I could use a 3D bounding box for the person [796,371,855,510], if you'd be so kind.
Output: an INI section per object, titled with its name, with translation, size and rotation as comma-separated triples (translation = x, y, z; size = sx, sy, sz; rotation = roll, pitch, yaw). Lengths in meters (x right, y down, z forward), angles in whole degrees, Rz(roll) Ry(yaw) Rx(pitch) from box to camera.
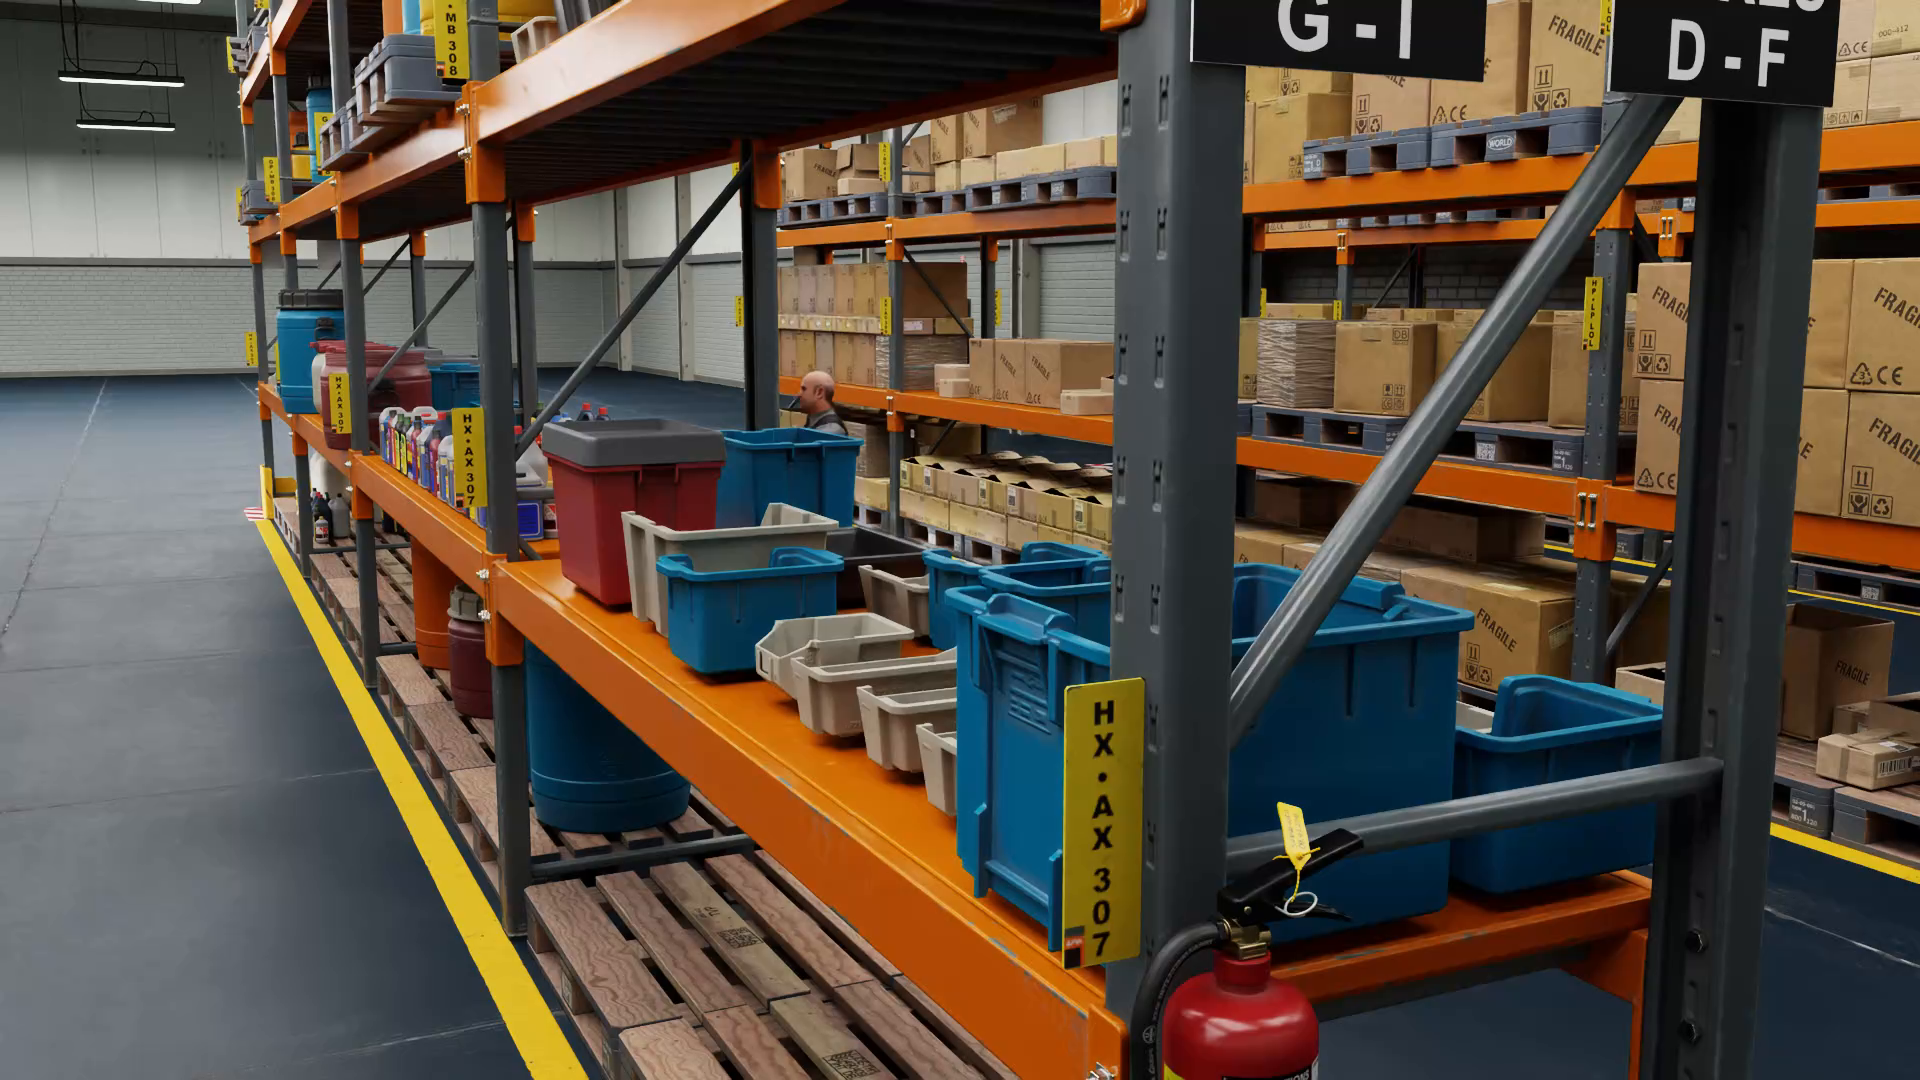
[person]
translation = -0.906, -0.128, 9.672
size = 0.799, 1.700, 0.565
rotation = -3, 9, -19
